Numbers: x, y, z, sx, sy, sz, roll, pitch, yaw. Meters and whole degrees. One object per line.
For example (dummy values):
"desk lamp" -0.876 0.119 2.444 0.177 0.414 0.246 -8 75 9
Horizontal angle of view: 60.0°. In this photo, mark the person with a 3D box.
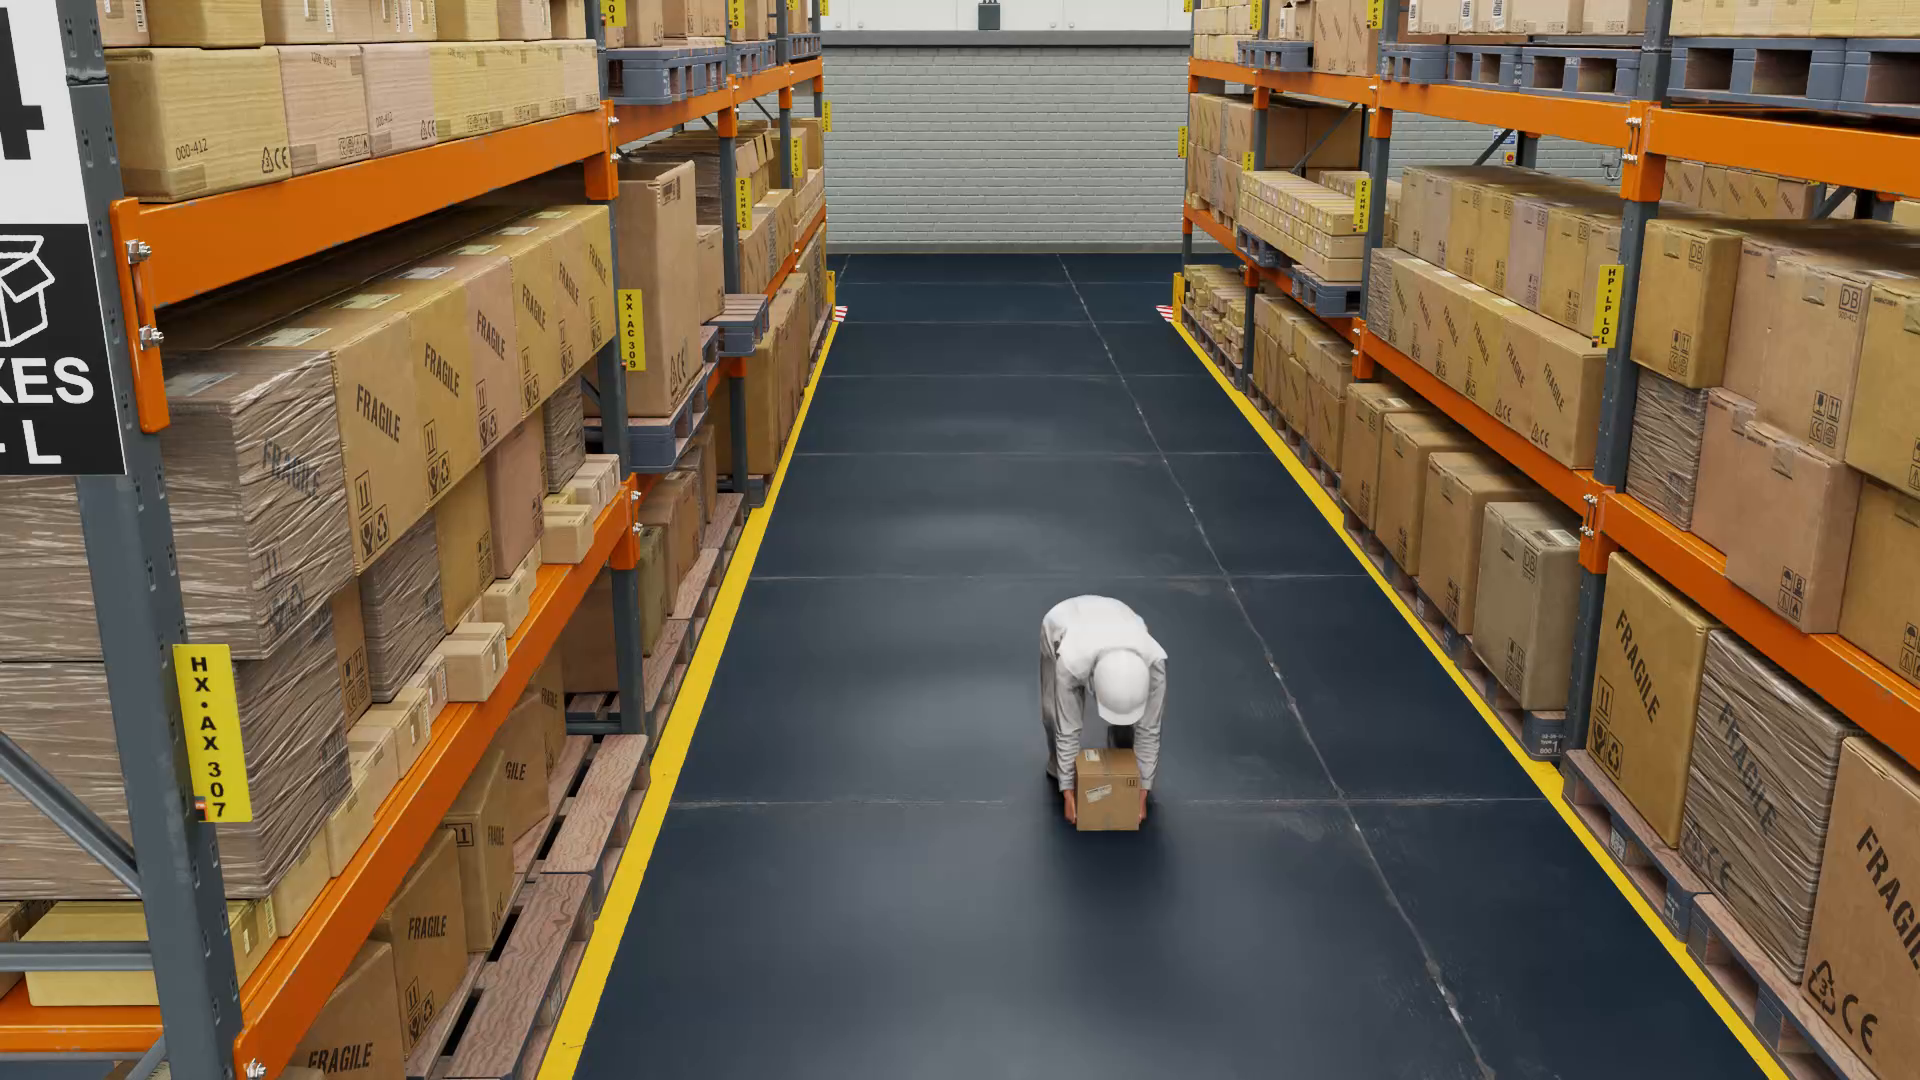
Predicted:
"person" 0.595 0.685 6.975 0.506 0.804 0.997 -1 17 -2
